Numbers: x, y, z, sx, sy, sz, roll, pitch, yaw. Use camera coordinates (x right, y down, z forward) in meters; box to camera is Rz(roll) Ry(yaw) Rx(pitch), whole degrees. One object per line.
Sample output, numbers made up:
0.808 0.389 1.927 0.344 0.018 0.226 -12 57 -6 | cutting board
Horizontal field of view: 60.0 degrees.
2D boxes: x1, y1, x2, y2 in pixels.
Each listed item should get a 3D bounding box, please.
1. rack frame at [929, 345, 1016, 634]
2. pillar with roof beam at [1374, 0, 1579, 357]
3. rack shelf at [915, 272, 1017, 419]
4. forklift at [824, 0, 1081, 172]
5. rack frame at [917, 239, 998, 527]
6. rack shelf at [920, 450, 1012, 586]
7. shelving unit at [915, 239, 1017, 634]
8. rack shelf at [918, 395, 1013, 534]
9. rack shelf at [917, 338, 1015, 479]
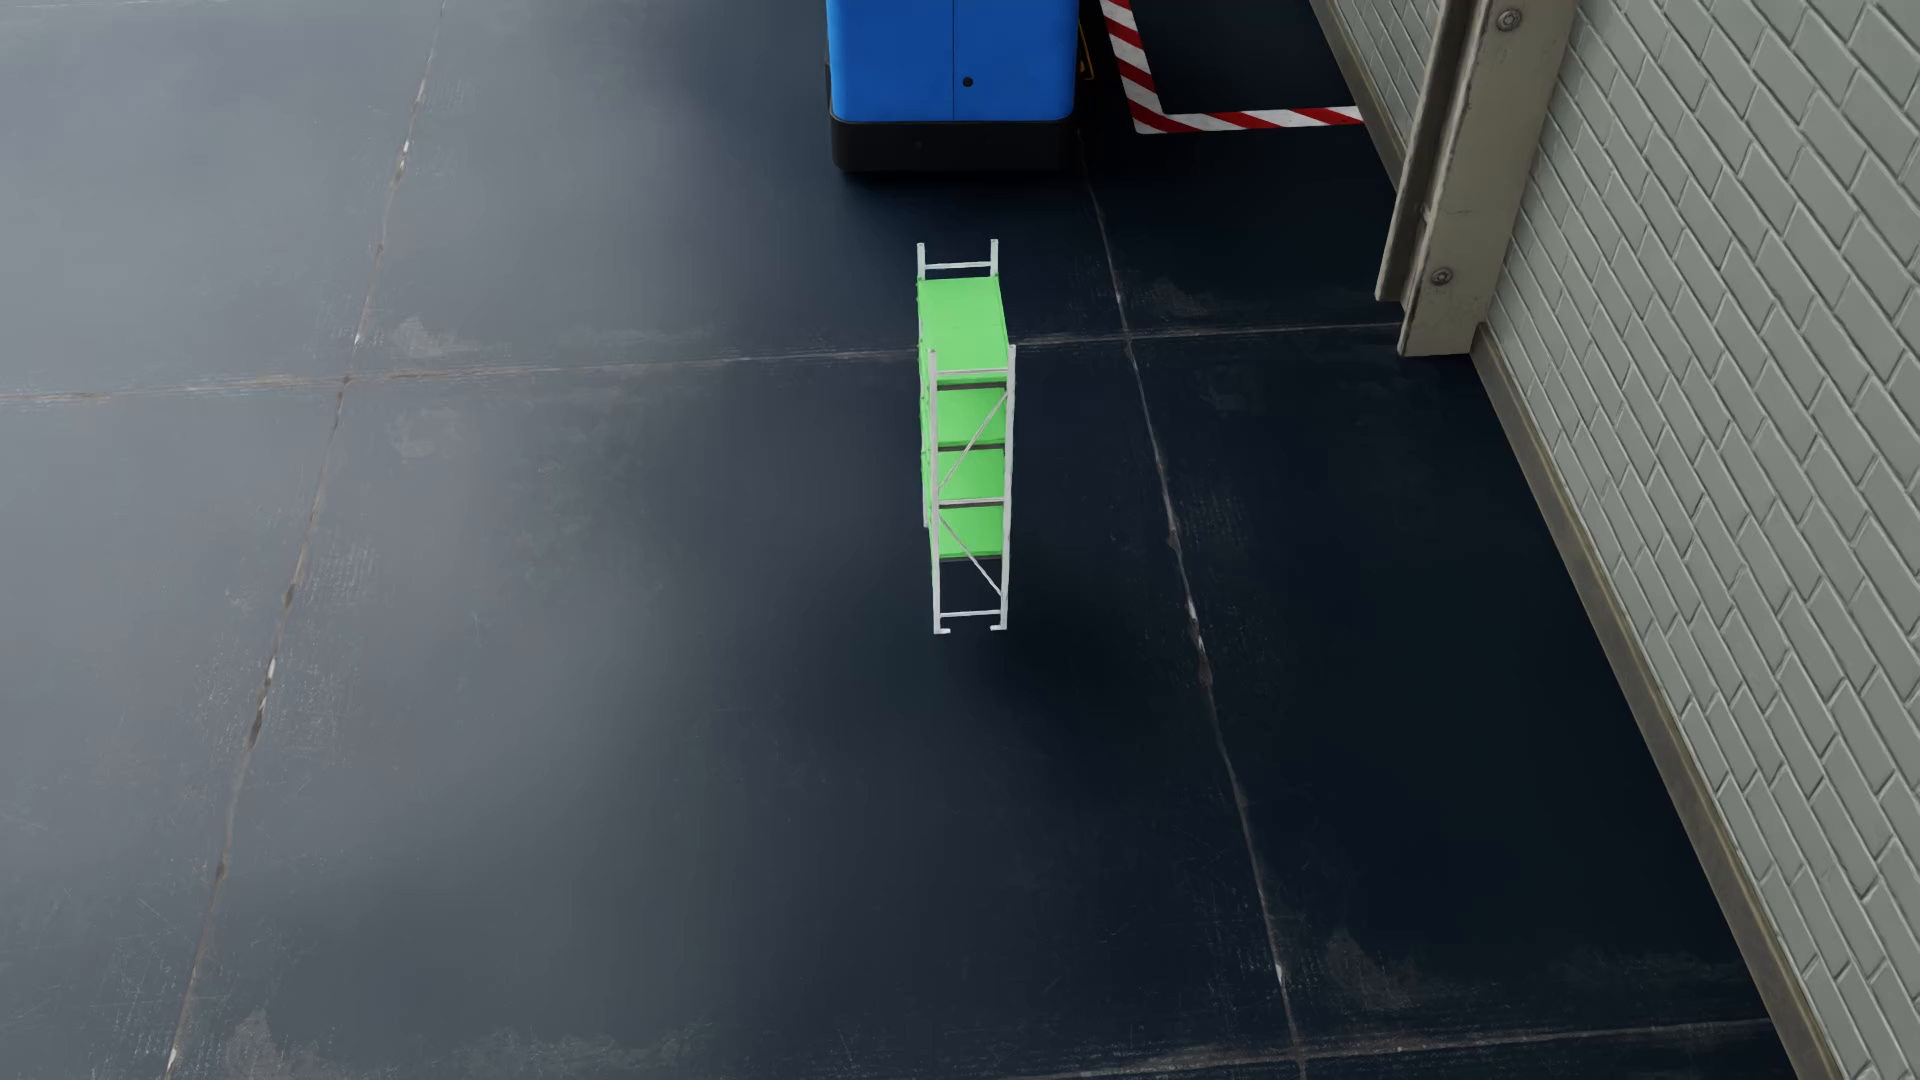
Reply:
0.034 -0.116 5.034 0.240 1.200 0.015 -3 47 -3 | rack frame
-2.454 -3.693 3.050 9.100 9.000 0.400 -3 47 -3 | pillar with roof beam
0.014 -0.579 4.899 0.258 0.148 0.480 -3 47 -3 | rack shelf
-0.044 -3.644 7.182 1.130 2.935 3.031 -1 47 0 | forklift
-0.007 -0.469 5.368 0.240 1.200 0.015 -3 47 -3 | rack frame
0.014 -0.084 5.422 0.258 0.148 0.480 -3 47 -3 | rack shelf
0.014 -0.293 5.201 0.258 1.200 0.503 -3 47 -3 | shelving unit
0.014 -0.249 5.247 0.258 0.148 0.480 -3 47 -3 | rack shelf
0.014 -0.414 5.073 0.258 0.148 0.480 -3 47 -3 | rack shelf
